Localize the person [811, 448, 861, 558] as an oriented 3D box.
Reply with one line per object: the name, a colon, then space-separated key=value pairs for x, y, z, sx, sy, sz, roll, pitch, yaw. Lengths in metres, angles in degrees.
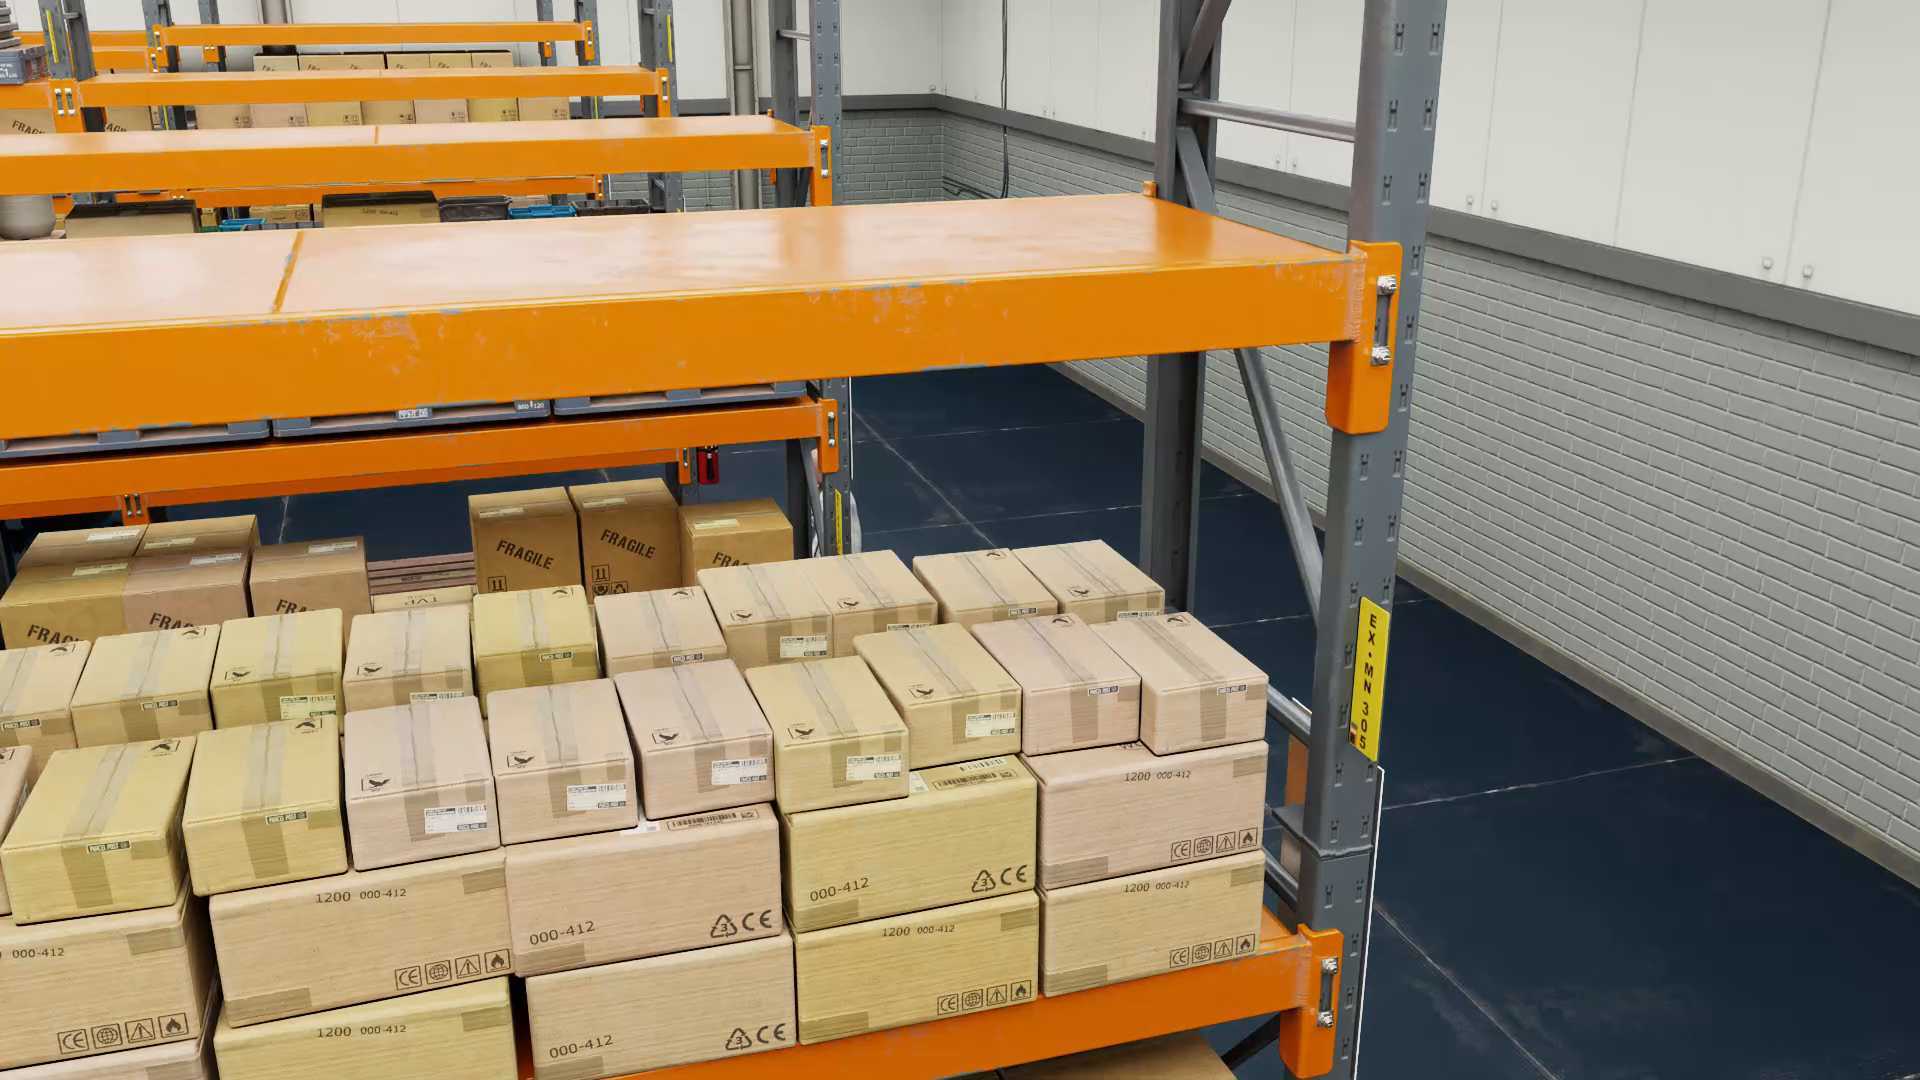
person: x=-0.897 y=0.212 z=11.470 sx=0.422 sy=1.775 sz=0.643 roll=-6 pitch=20 yaw=-17
